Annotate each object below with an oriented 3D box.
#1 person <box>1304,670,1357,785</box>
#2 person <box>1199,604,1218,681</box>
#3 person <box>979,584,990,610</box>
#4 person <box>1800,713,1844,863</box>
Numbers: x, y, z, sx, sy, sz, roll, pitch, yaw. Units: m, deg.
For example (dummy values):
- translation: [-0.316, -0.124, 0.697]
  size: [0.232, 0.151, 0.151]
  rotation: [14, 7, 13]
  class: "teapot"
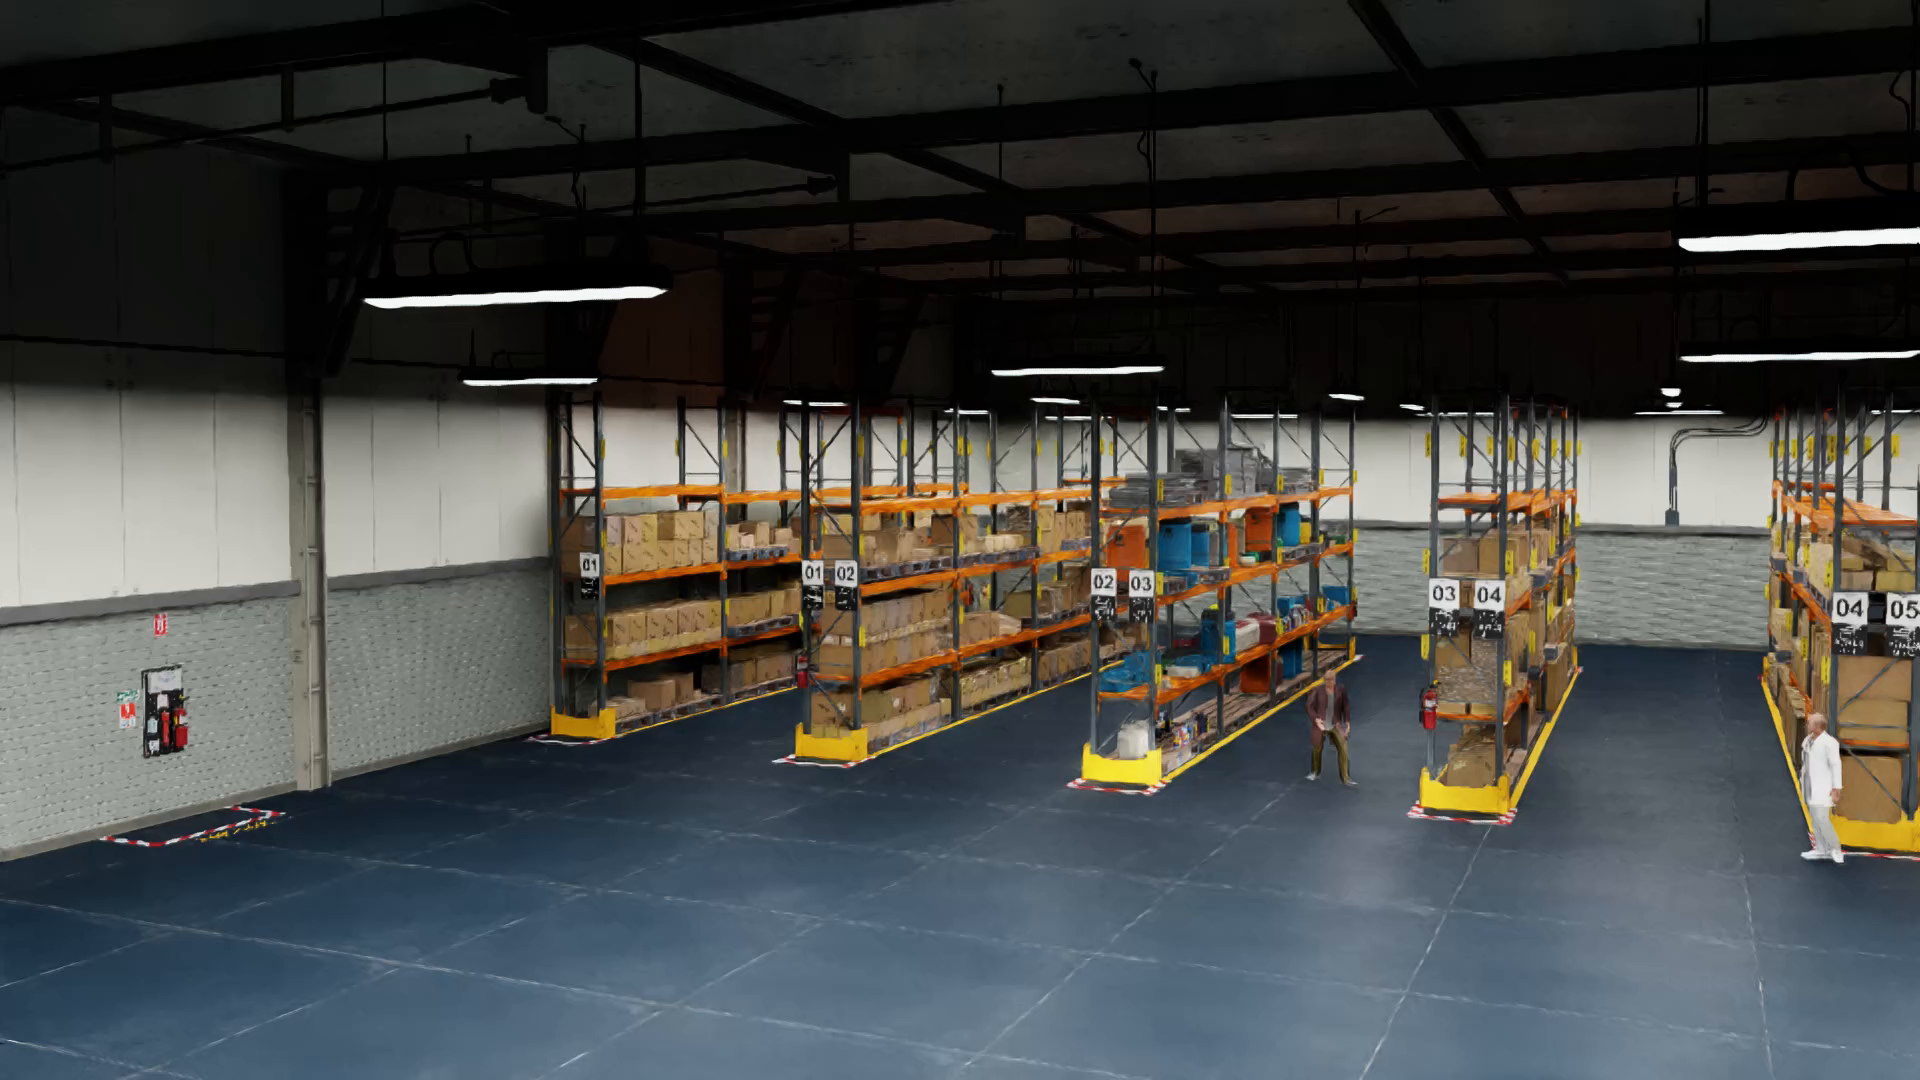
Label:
- translation: [5.491, 2.767, 24.769]
  size: [0.737, 1.717, 0.880]
  rotation: [0, 3, 6]
  class: "person"
- translation: [5.420, 2.203, 35.332]
  size: [0.719, 1.713, 0.578]
  rotation: [1, 3, 22]
  class: "person"
- translation: [0.671, 1.898, 41.523]
  size: [0.456, 1.612, 1.019]
  rotation: [1, 3, 22]
  class: "person"
- translation: [10.437, 2.990, 20.143]
  size: [0.454, 1.773, 0.687]
  rotation: [0, 3, -9]
  class: "person"
